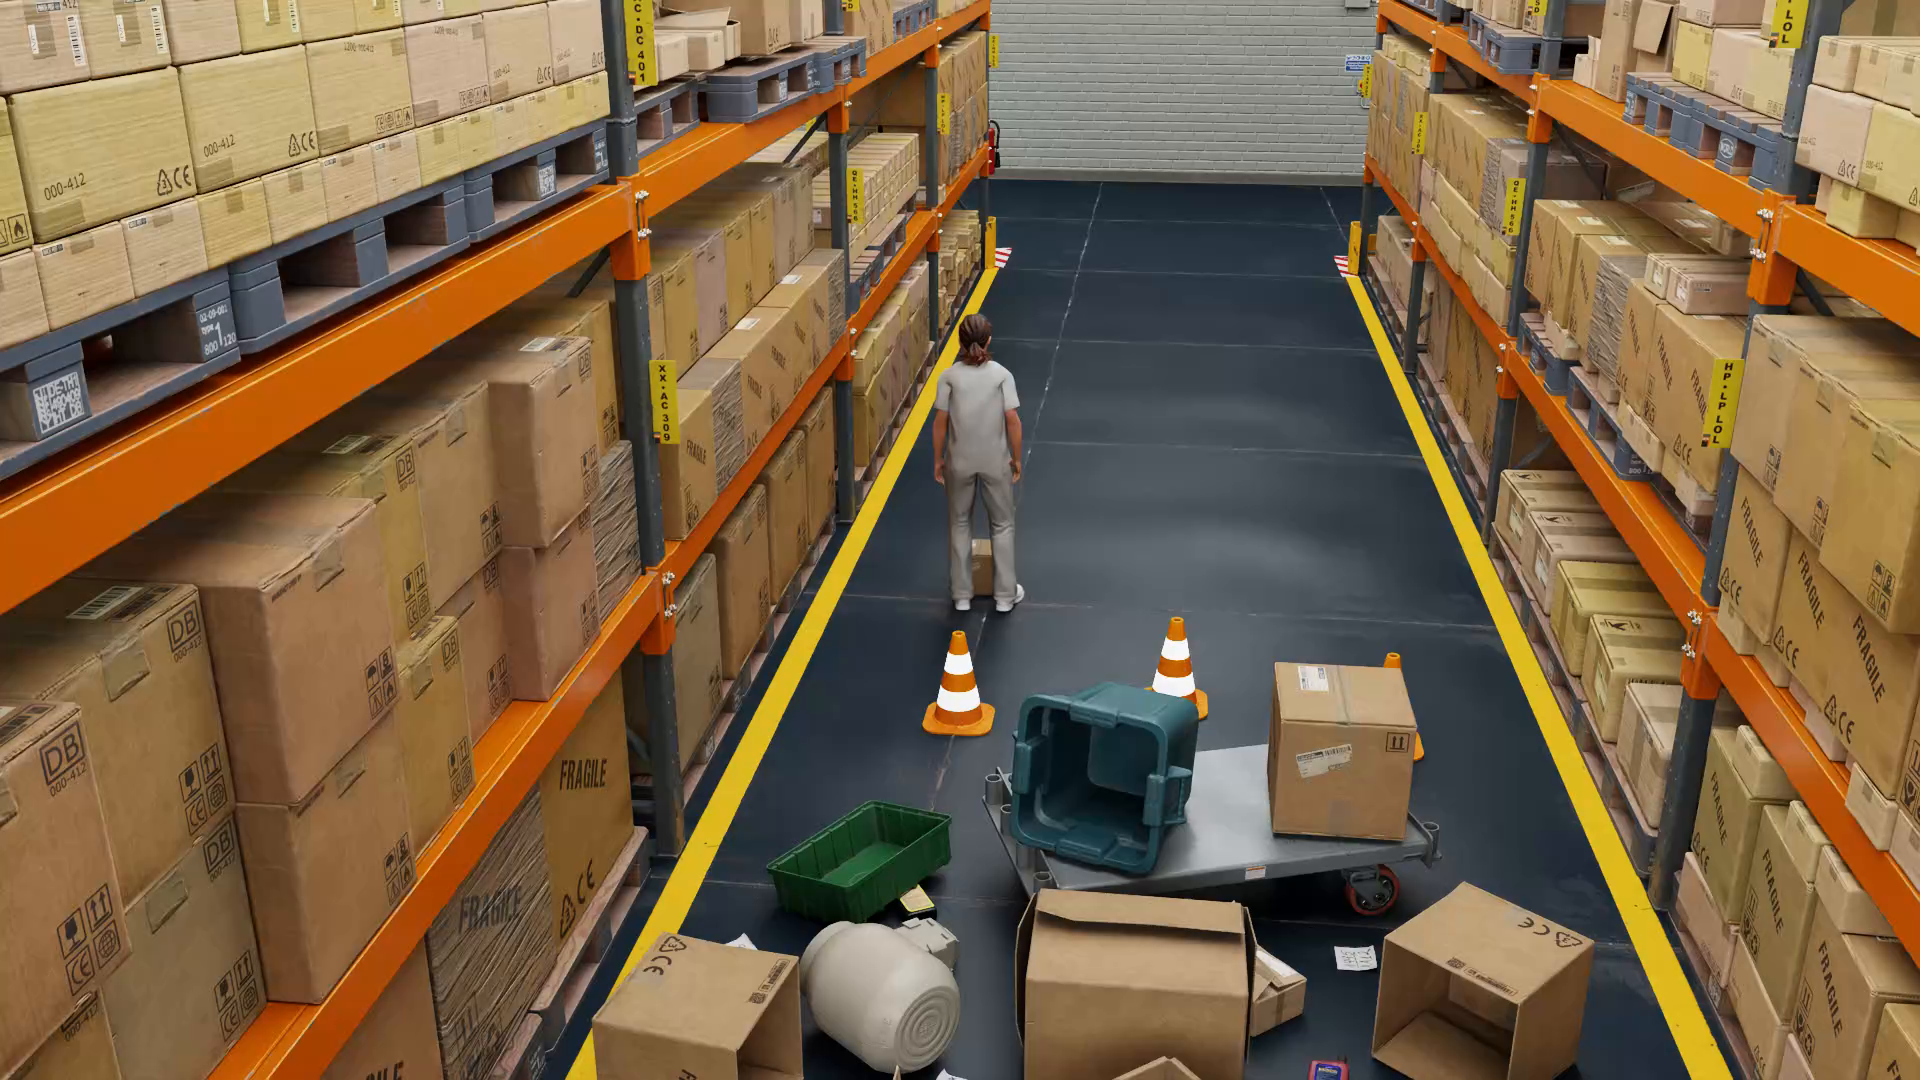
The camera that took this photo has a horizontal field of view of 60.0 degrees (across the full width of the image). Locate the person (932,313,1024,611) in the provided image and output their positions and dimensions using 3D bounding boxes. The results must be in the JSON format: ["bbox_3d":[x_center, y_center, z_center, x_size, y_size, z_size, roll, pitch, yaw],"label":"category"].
[{"bbox_3d":[0.106,-0.415,9.156,0.514,1.671,0.362,1,21,2],"label":"person"}]
